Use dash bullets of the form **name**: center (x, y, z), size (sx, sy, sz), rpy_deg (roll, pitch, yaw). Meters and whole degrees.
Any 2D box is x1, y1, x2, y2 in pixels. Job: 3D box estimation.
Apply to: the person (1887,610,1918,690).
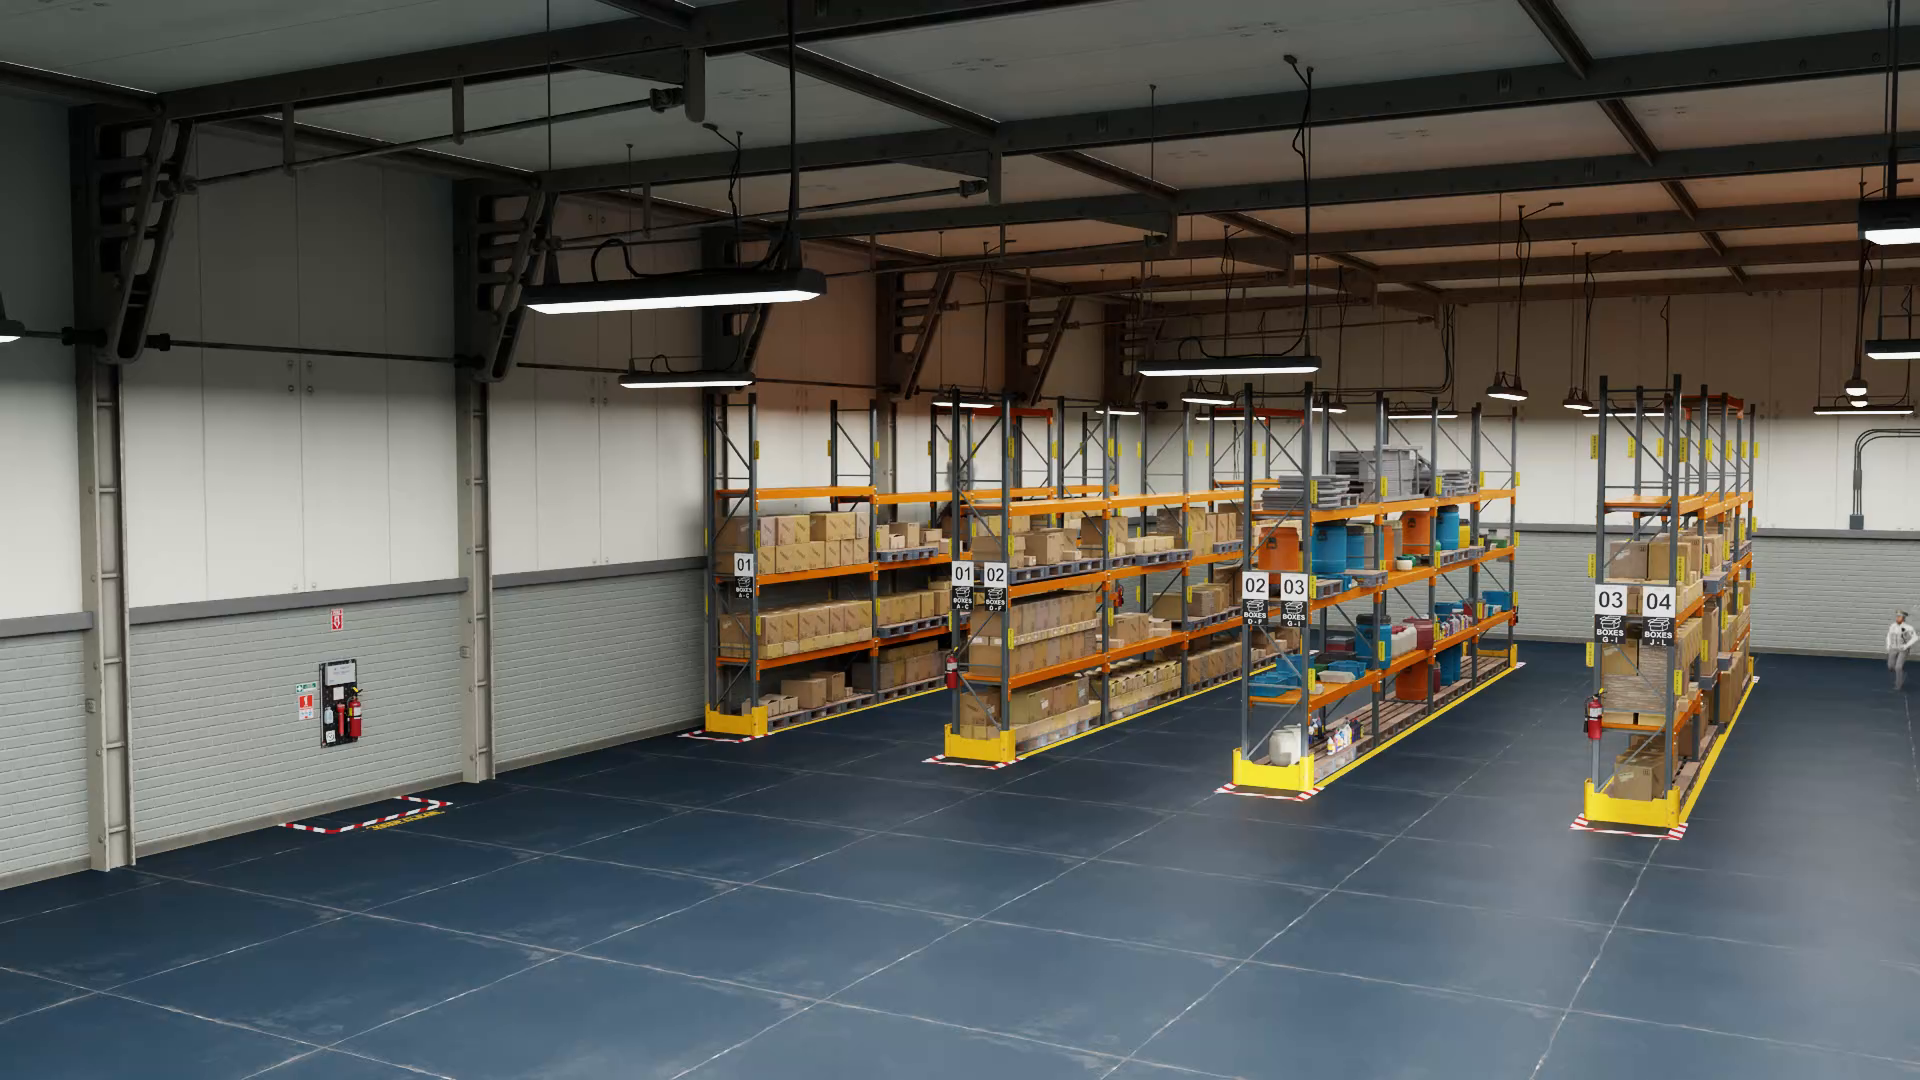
- **person**: center (19.738, 2.297, 34.846), size (0.549, 1.671, 0.640), rpy_deg (-2, 4, -33)
